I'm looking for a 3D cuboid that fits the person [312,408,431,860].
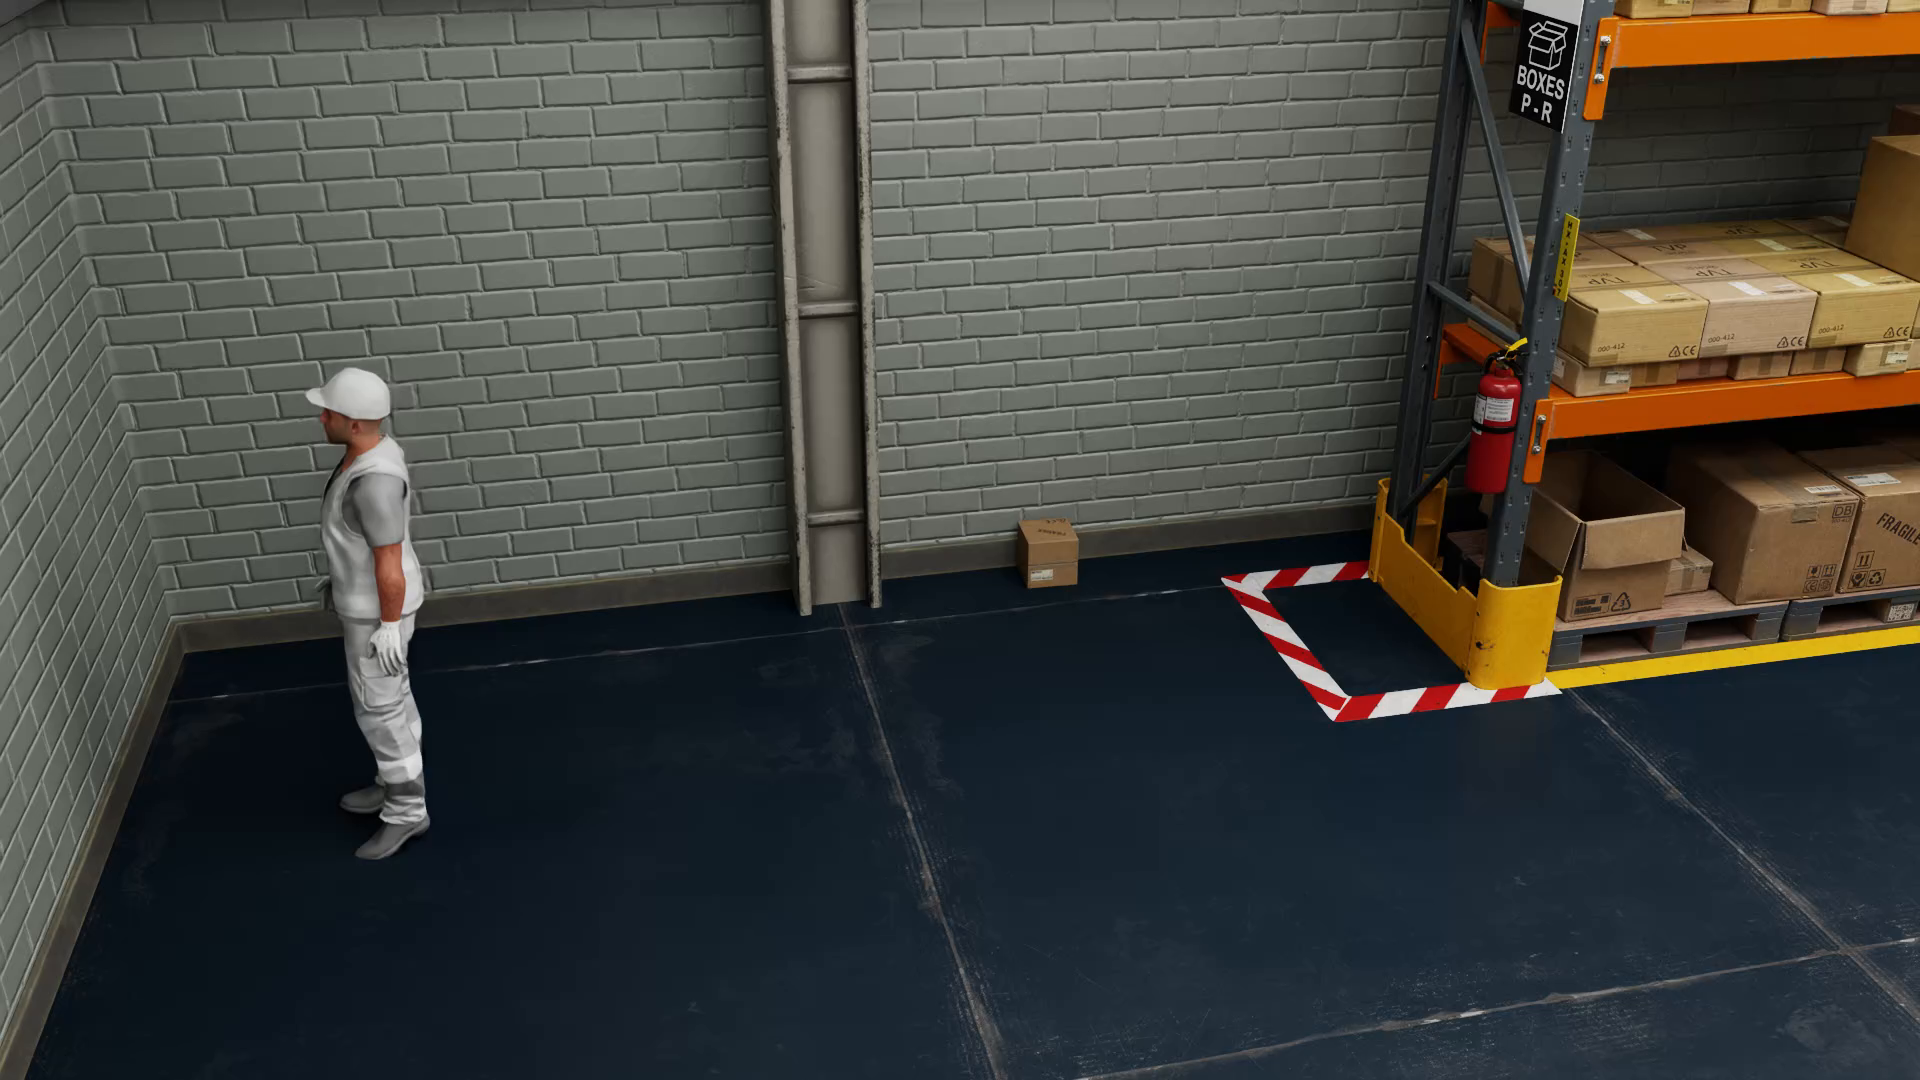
[{"bbox_3d":[-2.159,0.286,6.053,0.446,1.796,0.591,-9,28,-17],"label":"person"}]
